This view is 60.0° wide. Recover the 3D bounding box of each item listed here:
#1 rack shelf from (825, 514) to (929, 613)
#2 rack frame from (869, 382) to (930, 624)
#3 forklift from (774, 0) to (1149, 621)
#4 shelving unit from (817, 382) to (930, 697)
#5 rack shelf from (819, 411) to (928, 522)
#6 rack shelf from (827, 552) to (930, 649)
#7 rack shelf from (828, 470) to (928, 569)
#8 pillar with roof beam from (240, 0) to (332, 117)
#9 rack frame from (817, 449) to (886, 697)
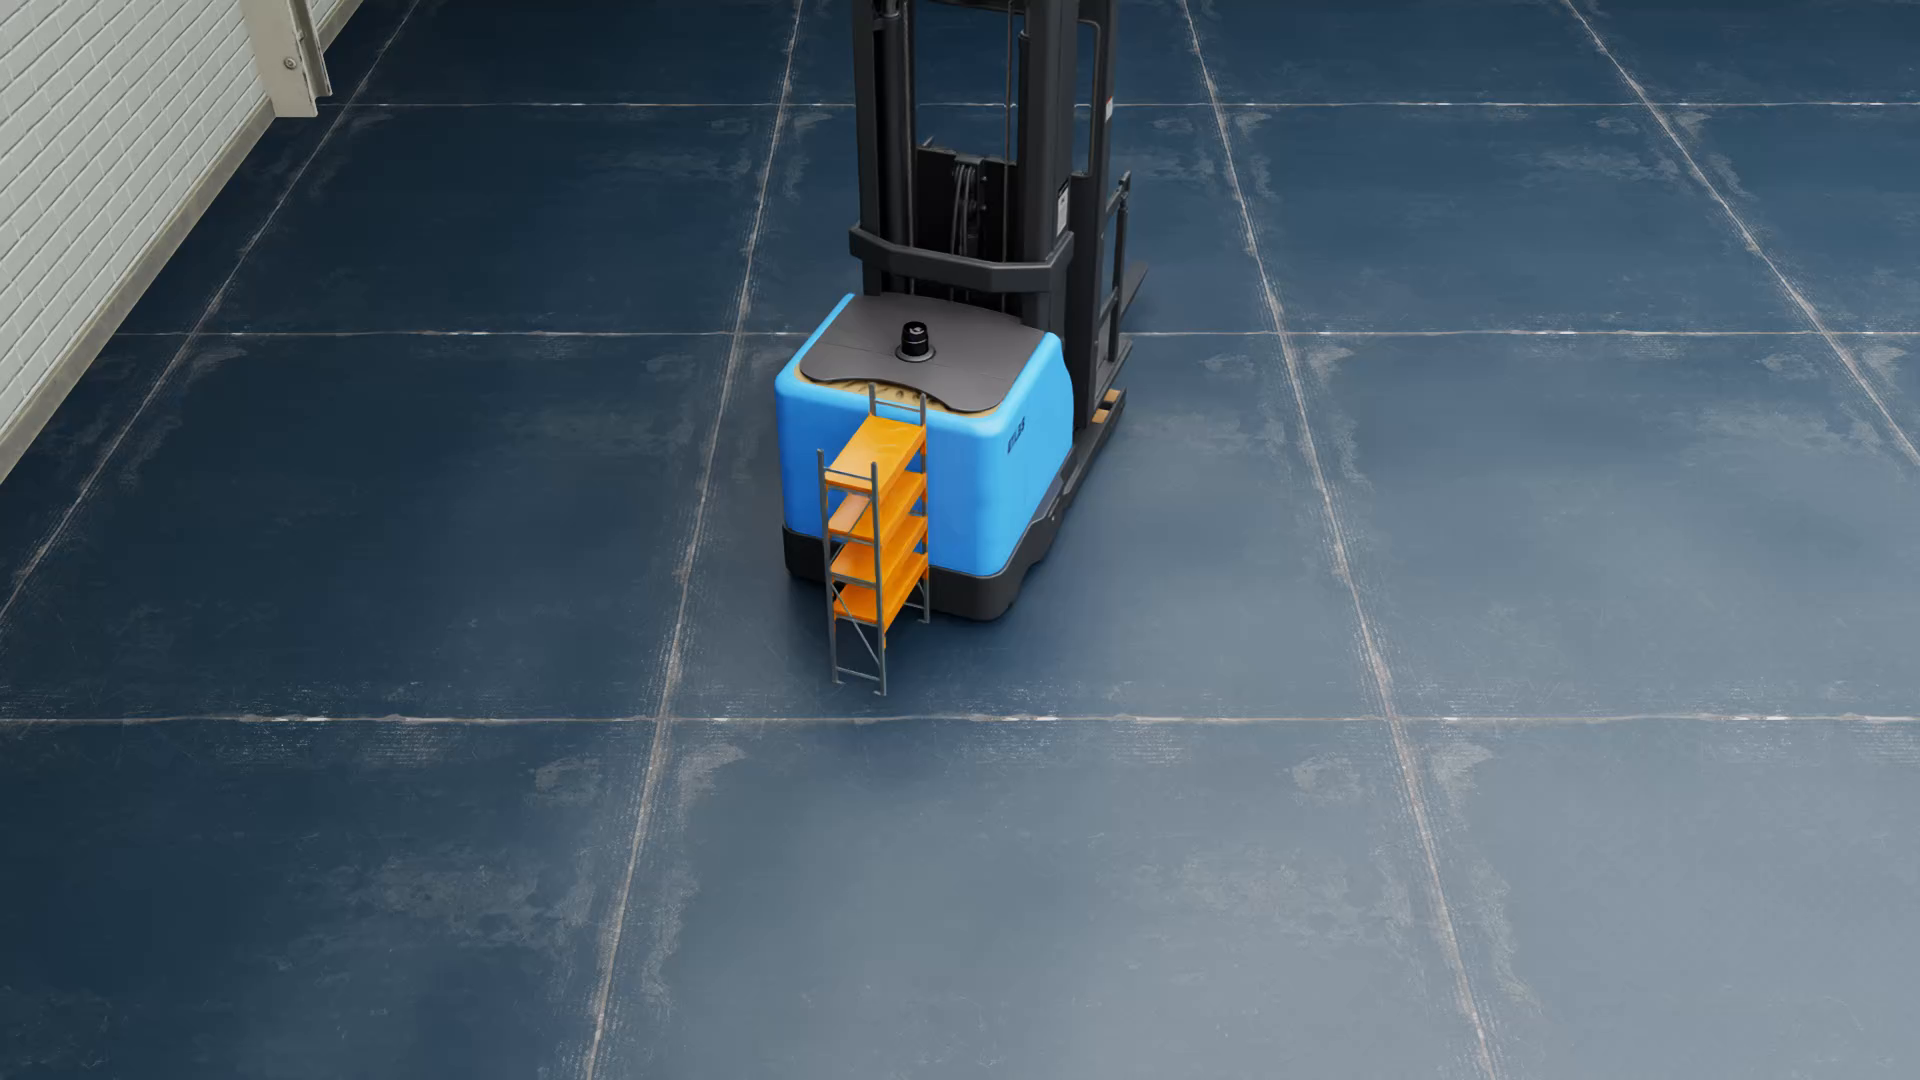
[{"bbox_3d":[-0.335,0.066,6.816,0.258,0.148,0.480,14,41,16],"label":"rack shelf"},{"bbox_3d":[-0.248,-0.129,6.952,0.240,1.200,0.015,14,41,16],"label":"rack frame"},{"bbox_3d":[0.207,-1.721,7.553,1.130,2.935,3.031,13,41,16],"label":"forklift"},{"bbox_3d":[-0.335,0.013,6.774,0.258,1.200,0.503,14,41,16],"label":"shelving unit"},{"bbox_3d":[-0.335,-0.293,6.528,0.258,0.148,0.480,14,41,16],"label":"rack shelf"},{"bbox_3d":[-0.335,0.221,6.940,0.258,0.148,0.480,14,41,16],"label":"rack shelf"},{"bbox_3d":[-0.335,-0.109,6.676,0.258,0.148,0.480,14,41,16],"label":"rack shelf"},{"bbox_3d":[-0.249,-6.527,8.699,9.100,9.000,0.400,0,39,0],"label":"pillar with roof beam"},{"bbox_3d":[-0.423,0.156,6.596,0.240,1.200,0.015,14,41,16],"label":"rack frame"}]
